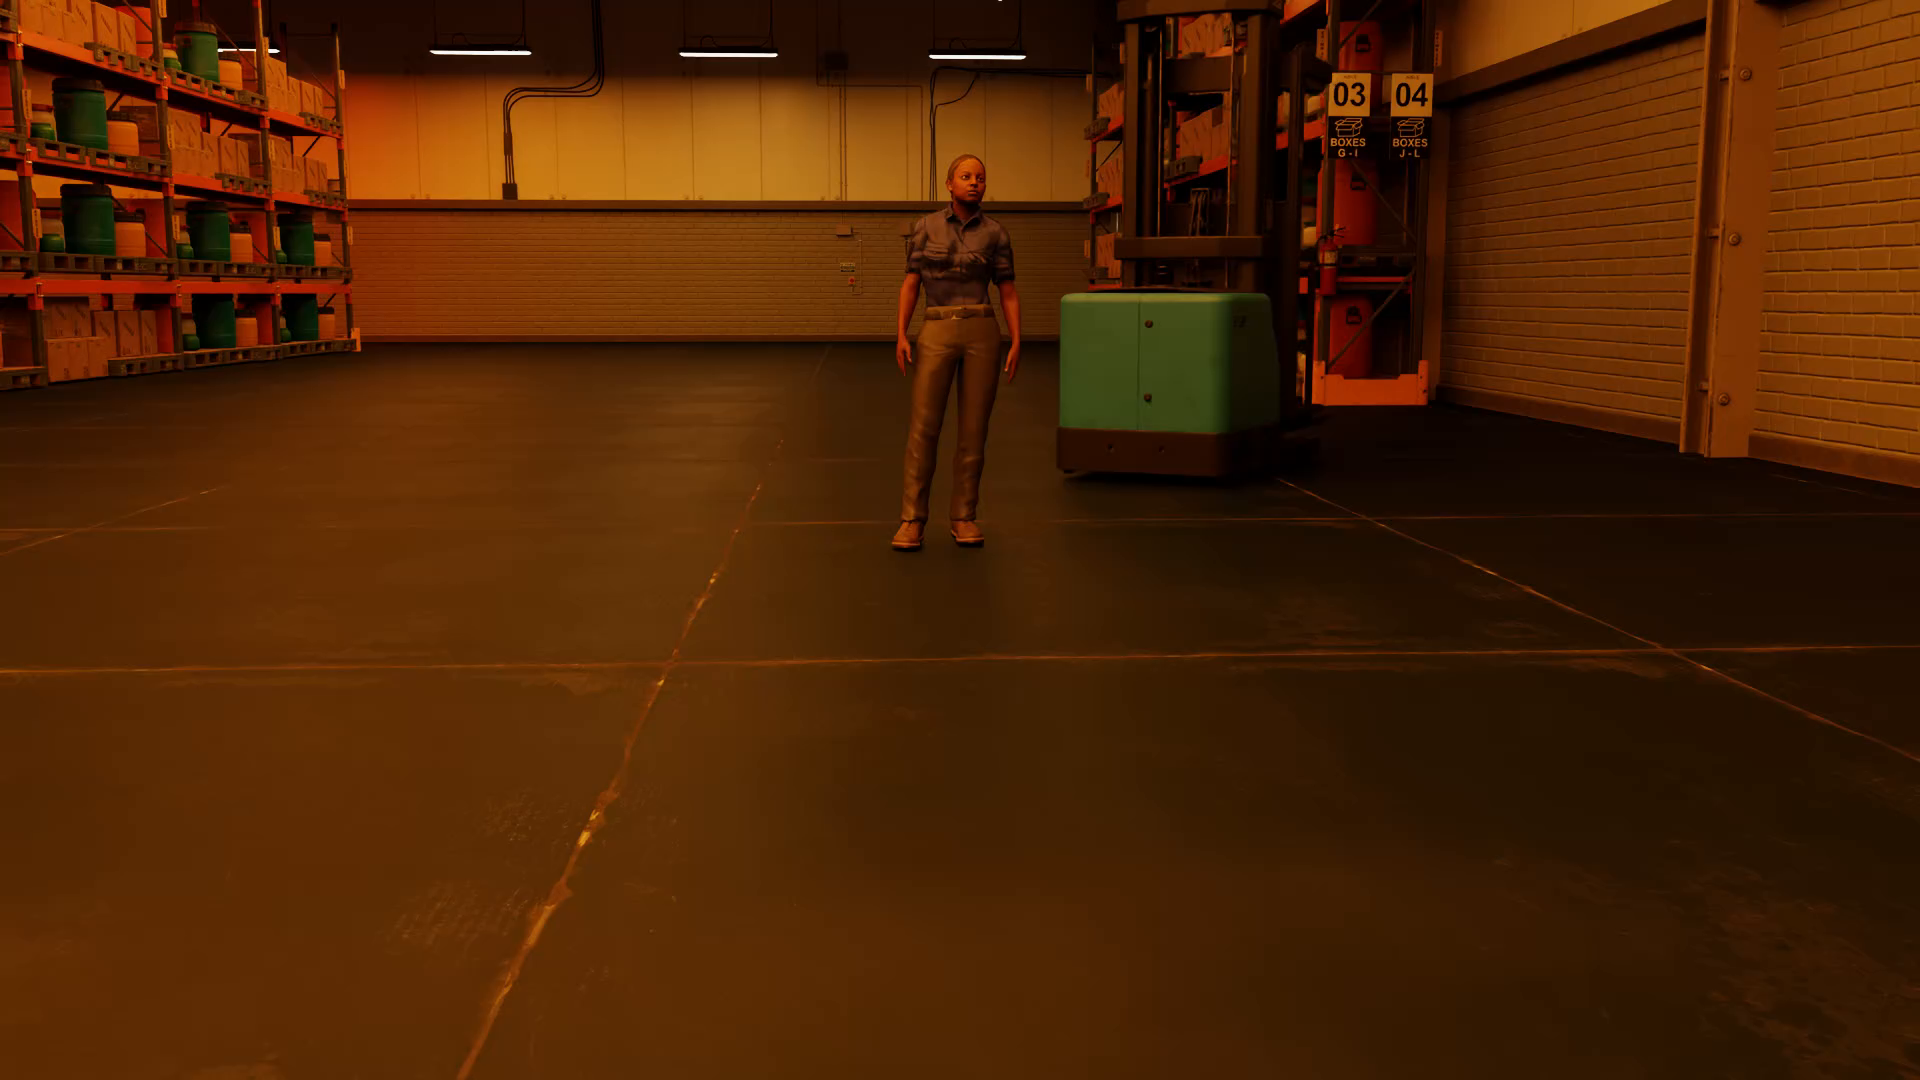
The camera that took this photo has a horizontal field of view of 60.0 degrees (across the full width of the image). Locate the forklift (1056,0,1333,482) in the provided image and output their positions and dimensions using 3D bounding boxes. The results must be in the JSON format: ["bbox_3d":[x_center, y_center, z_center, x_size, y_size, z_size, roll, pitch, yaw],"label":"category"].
[{"bbox_3d":[1.669,-1.952,10.475,1.130,2.935,3.031,4,9,26],"label":"forklift"}]

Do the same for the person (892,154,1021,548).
[{"bbox_3d":[-0.015,-0.807,7.101,0.569,1.643,0.504,-1,8,-4],"label":"person"}]
